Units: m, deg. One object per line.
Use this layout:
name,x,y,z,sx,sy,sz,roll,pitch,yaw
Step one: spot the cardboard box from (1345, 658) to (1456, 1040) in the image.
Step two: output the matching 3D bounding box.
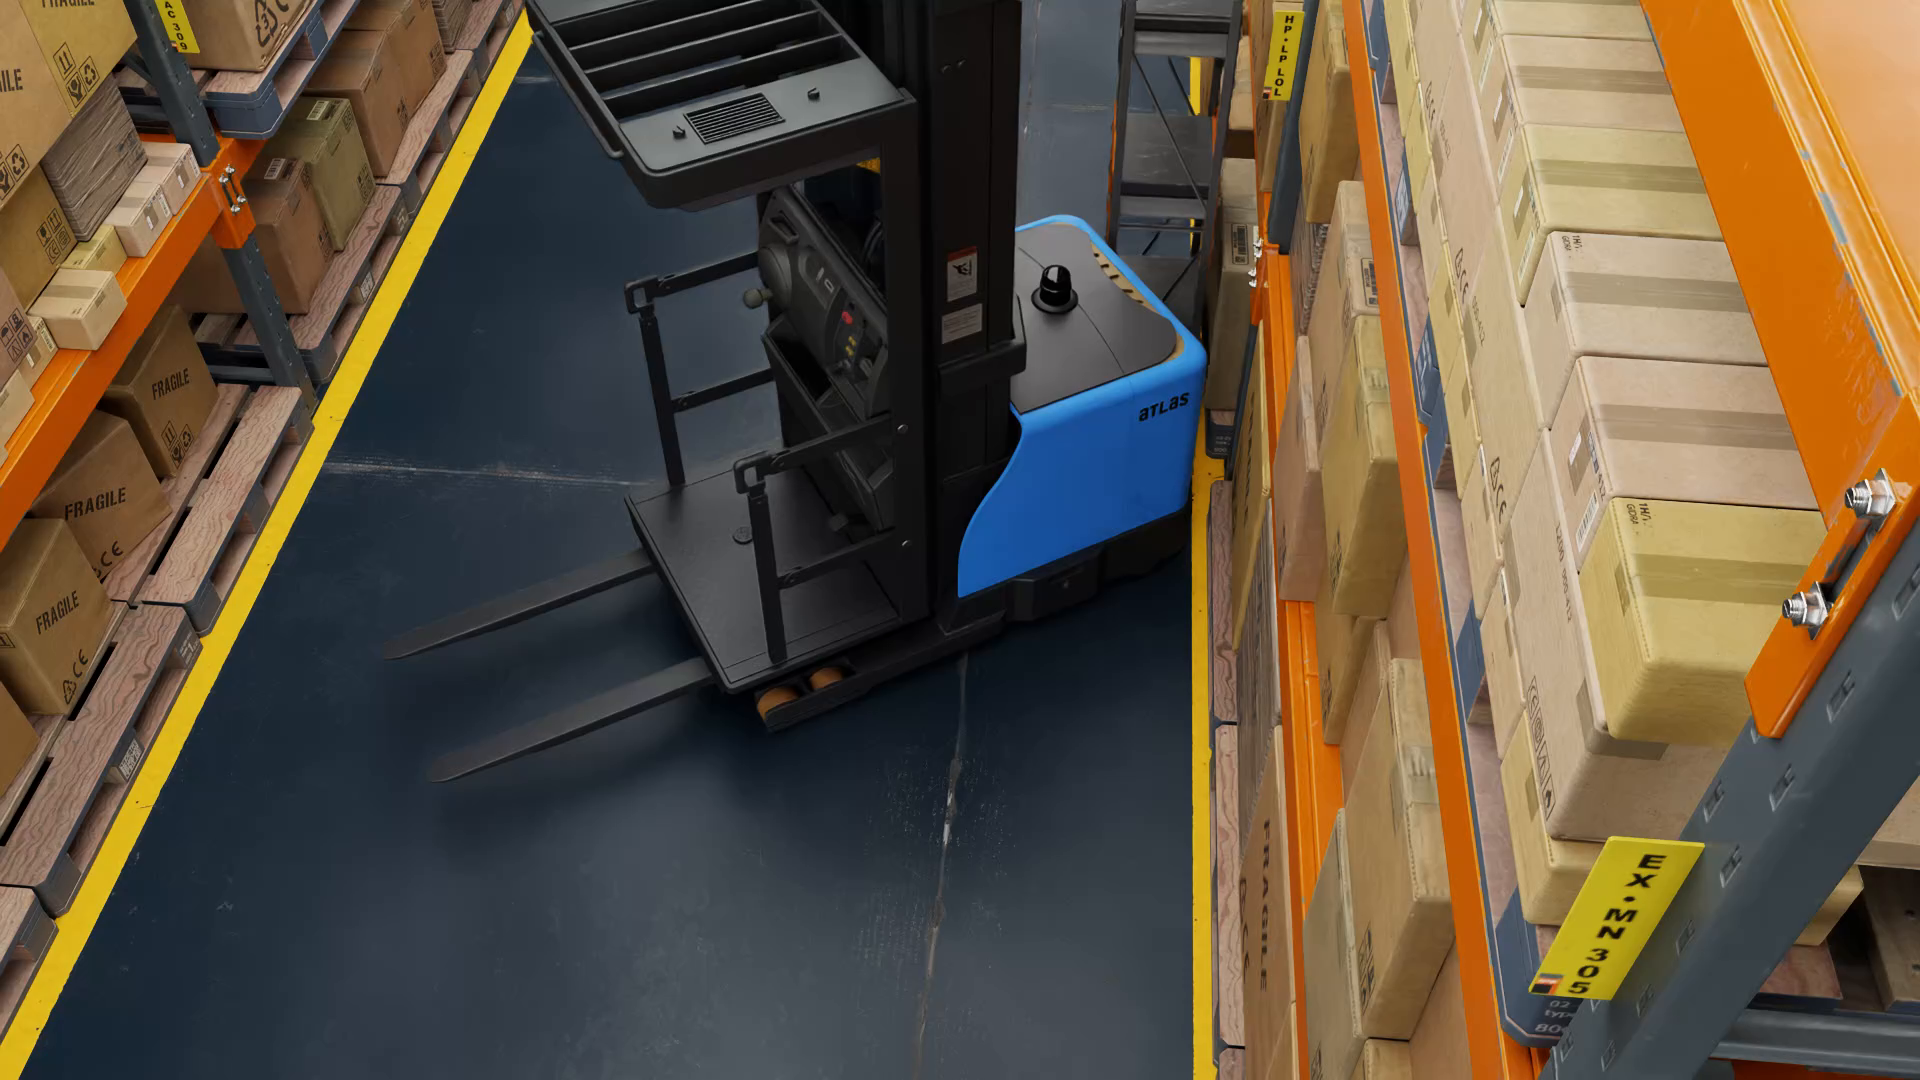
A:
cardboard box,1.272,0.648,3.317,0.875,0.550,0.550,4,48,4

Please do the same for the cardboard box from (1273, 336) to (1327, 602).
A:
cardboard box,1.390,-0.180,4.806,0.875,0.550,0.550,4,48,4

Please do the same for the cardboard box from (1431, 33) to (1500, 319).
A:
cardboard box,1.101,-0.609,2.815,0.500,0.250,0.500,4,48,3

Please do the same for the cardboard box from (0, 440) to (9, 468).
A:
cardboard box,-3.202,-0.240,5.133,0.380,0.149,0.250,4,48,4

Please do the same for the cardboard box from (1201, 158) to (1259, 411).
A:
cardboard box,1.573,-1.041,6.935,1.050,0.750,0.750,4,48,3

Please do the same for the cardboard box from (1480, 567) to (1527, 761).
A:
cardboard box,0.958,0.188,2.356,0.380,0.149,0.250,4,48,4

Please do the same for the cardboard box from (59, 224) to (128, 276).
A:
cardboard box,-3.166,-0.978,5.808,0.380,0.149,0.250,4,48,4

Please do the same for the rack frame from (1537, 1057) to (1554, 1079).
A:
rack frame,1.242,1.743,3.149,1.000,3.000,0.127,4,48,4

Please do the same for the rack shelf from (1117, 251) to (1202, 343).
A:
rack shelf,0.803,-0.899,7.139,0.431,0.518,0.480,4,47,4

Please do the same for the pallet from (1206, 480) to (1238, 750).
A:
pallet,1.459,0.299,6.360,1.003,0.211,1.213,4,48,4

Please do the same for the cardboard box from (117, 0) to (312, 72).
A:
cardboard box,-3.112,-2.522,6.359,1.000,1.000,1.000,4,48,4

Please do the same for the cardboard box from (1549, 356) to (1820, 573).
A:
cardboard box,0.959,-0.082,2.063,0.380,0.149,0.250,4,48,4

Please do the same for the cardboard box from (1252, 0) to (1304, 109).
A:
cardboard box,1.434,-2.002,6.507,0.500,0.500,0.500,3,48,3

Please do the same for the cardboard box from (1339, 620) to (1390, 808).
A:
cardboard box,1.435,0.608,4.085,0.875,0.550,0.550,4,48,4

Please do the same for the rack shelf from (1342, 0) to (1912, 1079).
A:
rack shelf,1.424,-0.544,3.599,0.831,0.071,3.687,4,48,4

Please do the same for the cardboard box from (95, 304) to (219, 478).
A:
cardboard box,-3.400,-0.611,6.711,0.500,0.500,0.500,3,48,2

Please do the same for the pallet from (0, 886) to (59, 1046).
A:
pallet,-3.572,1.626,5.145,1.003,0.211,1.213,4,48,4

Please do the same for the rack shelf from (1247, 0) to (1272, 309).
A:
rack shelf,1.788,-2.423,7.447,1.077,0.370,4.000,4,48,4

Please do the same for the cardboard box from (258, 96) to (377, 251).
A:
cardboard box,-3.184,-1.708,7.701,0.700,0.500,0.500,4,48,3

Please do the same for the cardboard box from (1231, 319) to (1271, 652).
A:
cardboard box,1.479,-0.163,6.048,0.875,0.875,0.875,5,48,4

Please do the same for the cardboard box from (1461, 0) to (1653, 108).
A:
cardboard box,1.051,-0.833,2.750,0.380,0.149,0.250,3,48,3

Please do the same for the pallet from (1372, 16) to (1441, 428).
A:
pallet,1.407,-0.684,3.396,1.003,0.211,1.213,4,48,4

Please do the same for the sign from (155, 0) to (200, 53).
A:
sign,-2.783,-1.865,5.862,0.100,0.325,0.005,4,48,4

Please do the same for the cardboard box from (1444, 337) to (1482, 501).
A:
cardboard box,1.005,-0.186,2.699,0.380,0.149,0.250,4,48,4

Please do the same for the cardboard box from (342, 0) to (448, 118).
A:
cardboard box,-3.083,-2.529,8.452,0.700,0.500,0.500,7,48,7

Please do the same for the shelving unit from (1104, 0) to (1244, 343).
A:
shelving unit,0.800,-1.384,6.615,0.431,2.100,0.503,4,47,4

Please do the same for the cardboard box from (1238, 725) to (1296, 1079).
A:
cardboard box,1.316,1.169,4.829,0.875,0.875,0.875,3,48,3

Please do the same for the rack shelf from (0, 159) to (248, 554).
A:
rack shelf,-3.506,0.109,5.131,1.077,0.370,4.000,4,48,4

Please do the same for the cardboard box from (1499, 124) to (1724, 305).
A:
cardboard box,1.004,-0.461,2.410,0.380,0.149,0.250,5,48,4

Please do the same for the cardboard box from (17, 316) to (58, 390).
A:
cardboard box,-3.232,-0.612,5.474,0.380,0.149,0.250,4,48,4

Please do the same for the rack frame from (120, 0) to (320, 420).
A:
rack frame,-3.324,-1.604,6.210,1.000,3.000,0.127,4,48,4

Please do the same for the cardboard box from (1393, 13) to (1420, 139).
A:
cardboard box,1.096,-0.937,3.385,0.380,0.149,0.250,4,48,4

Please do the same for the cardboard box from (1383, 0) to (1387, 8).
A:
cardboard box,1.144,-1.306,3.723,0.380,0.149,0.250,3,48,3

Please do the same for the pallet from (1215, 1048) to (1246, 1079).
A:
pallet,1.237,2.092,4.720,1.003,0.211,1.213,4,48,4

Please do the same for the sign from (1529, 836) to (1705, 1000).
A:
sign,0.703,0.412,1.787,0.100,0.325,0.005,4,48,4

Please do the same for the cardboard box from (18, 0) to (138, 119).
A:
cardboard box,-3.091,-1.726,5.375,0.500,0.500,0.500,4,48,4

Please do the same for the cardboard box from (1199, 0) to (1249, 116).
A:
cardboard box,1.749,-2.434,8.209,1.050,0.750,0.750,5,48,4

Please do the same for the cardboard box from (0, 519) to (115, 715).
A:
cardboard box,-3.423,0.272,5.903,0.500,0.500,0.500,0,48,0

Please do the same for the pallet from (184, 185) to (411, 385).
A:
pallet,-3.254,-1.235,7.762,1.003,0.211,1.213,4,48,4

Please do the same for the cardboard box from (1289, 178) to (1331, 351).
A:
cardboard box,1.584,-0.975,5.533,0.875,0.550,0.550,4,48,4

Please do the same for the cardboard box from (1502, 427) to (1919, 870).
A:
cardboard box,1.008,0.127,2.142,0.500,0.250,0.500,4,48,4

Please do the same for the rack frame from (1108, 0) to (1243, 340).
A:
rack frame,0.779,-1.205,6.450,0.400,2.100,0.015,4,47,4

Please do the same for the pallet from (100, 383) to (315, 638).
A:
pallet,-3.350,-0.167,6.785,1.003,0.211,1.213,4,48,4

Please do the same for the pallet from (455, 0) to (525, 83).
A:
pallet,-3.032,-3.028,9.402,1.003,0.211,1.213,4,48,4

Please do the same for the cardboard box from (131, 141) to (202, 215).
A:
cardboard box,-3.051,-1.341,6.140,0.380,0.149,0.250,4,48,4

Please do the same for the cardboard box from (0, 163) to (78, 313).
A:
cardboard box,-3.507,-1.046,5.431,0.875,0.500,0.500,4,48,4

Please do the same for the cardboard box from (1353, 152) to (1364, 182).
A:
cardboard box,1.604,-0.930,4.760,0.875,0.550,0.550,4,48,4

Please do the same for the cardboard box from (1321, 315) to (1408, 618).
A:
cardboard box,1.377,-0.153,4.049,0.875,0.550,0.500,4,48,4

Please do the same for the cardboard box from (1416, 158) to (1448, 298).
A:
cardboard box,1.051,-0.560,3.041,0.380,0.149,0.250,4,48,4

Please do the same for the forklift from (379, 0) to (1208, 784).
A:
forklift,-0.641,-0.741,5.467,3.031,2.935,1.130,-21,51,-18

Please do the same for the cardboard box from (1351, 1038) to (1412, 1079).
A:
cardboard box,1.230,1.417,3.345,0.875,0.550,0.550,4,48,4

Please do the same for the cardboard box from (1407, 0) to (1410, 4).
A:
cardboard box,1.193,-1.351,3.494,0.500,0.250,0.500,3,48,3
